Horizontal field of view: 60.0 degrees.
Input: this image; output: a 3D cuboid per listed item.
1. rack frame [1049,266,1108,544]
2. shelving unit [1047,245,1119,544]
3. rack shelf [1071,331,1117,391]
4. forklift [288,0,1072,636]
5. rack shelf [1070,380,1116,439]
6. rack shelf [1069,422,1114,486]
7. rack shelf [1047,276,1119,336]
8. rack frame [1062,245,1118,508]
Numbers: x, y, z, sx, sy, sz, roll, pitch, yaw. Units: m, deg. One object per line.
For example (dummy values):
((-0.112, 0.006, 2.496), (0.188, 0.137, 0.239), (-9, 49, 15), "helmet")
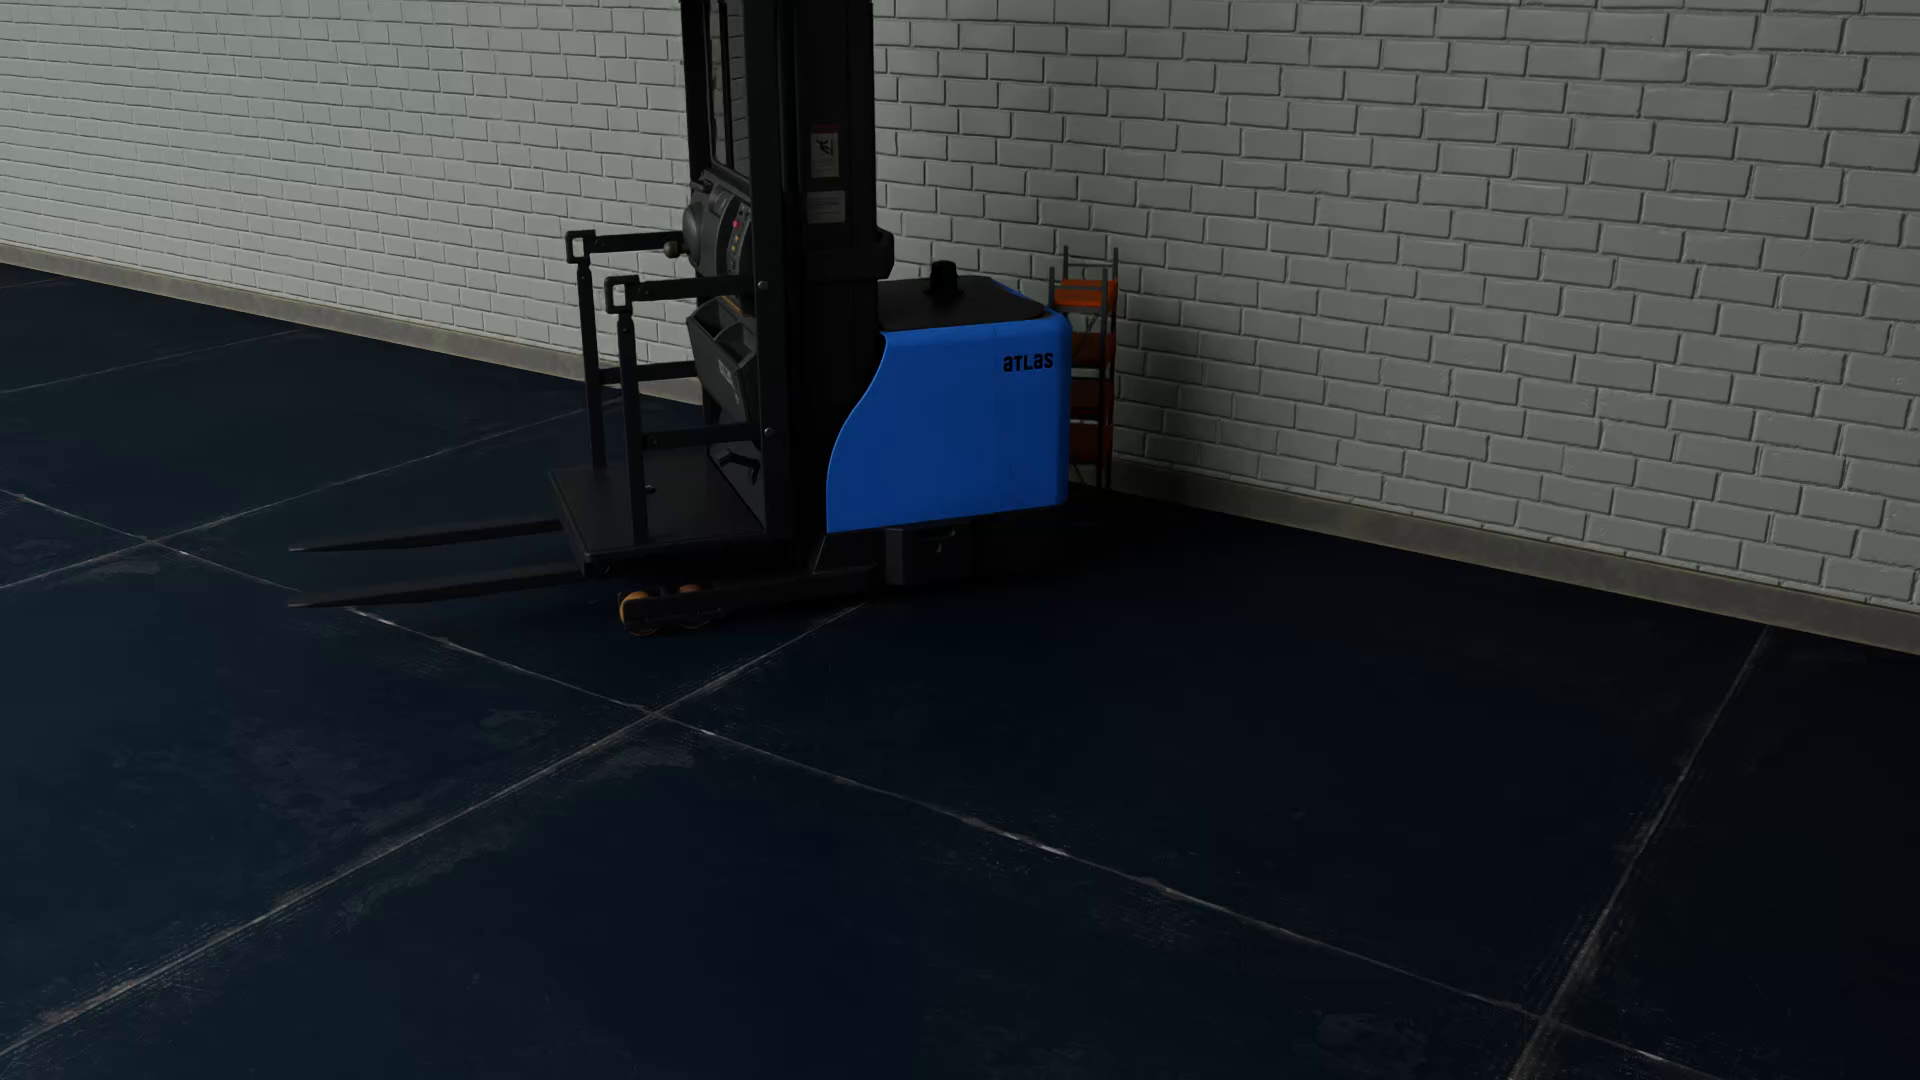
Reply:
((0.487, -0.555, 7.036), (0.240, 1.200, 0.015), (4, 21, 9), "rack frame")
((0.530, -0.638, 7.262), (0.258, 1.200, 0.503), (4, 21, 9), "shelving unit")
((0.530, -0.785, 7.207), (0.258, 0.148, 0.480), (4, 21, 9), "rack shelf")
((-1.113, -1.219, 6.335), (3.031, 2.935, 1.130), (-7, 22, -19), "forklift")
((0.530, -0.575, 7.285), (0.258, 0.148, 0.480), (4, 21, 9), "rack shelf")
((0.530, -0.389, 7.354), (0.258, 0.148, 0.480), (4, 21, 9), "rack shelf")
((0.530, -1.007, 7.125), (0.258, 0.148, 0.480), (4, 21, 9), "rack shelf")
((0.573, -0.722, 7.487), (0.240, 1.200, 0.015), (4, 21, 9), "rack frame")
